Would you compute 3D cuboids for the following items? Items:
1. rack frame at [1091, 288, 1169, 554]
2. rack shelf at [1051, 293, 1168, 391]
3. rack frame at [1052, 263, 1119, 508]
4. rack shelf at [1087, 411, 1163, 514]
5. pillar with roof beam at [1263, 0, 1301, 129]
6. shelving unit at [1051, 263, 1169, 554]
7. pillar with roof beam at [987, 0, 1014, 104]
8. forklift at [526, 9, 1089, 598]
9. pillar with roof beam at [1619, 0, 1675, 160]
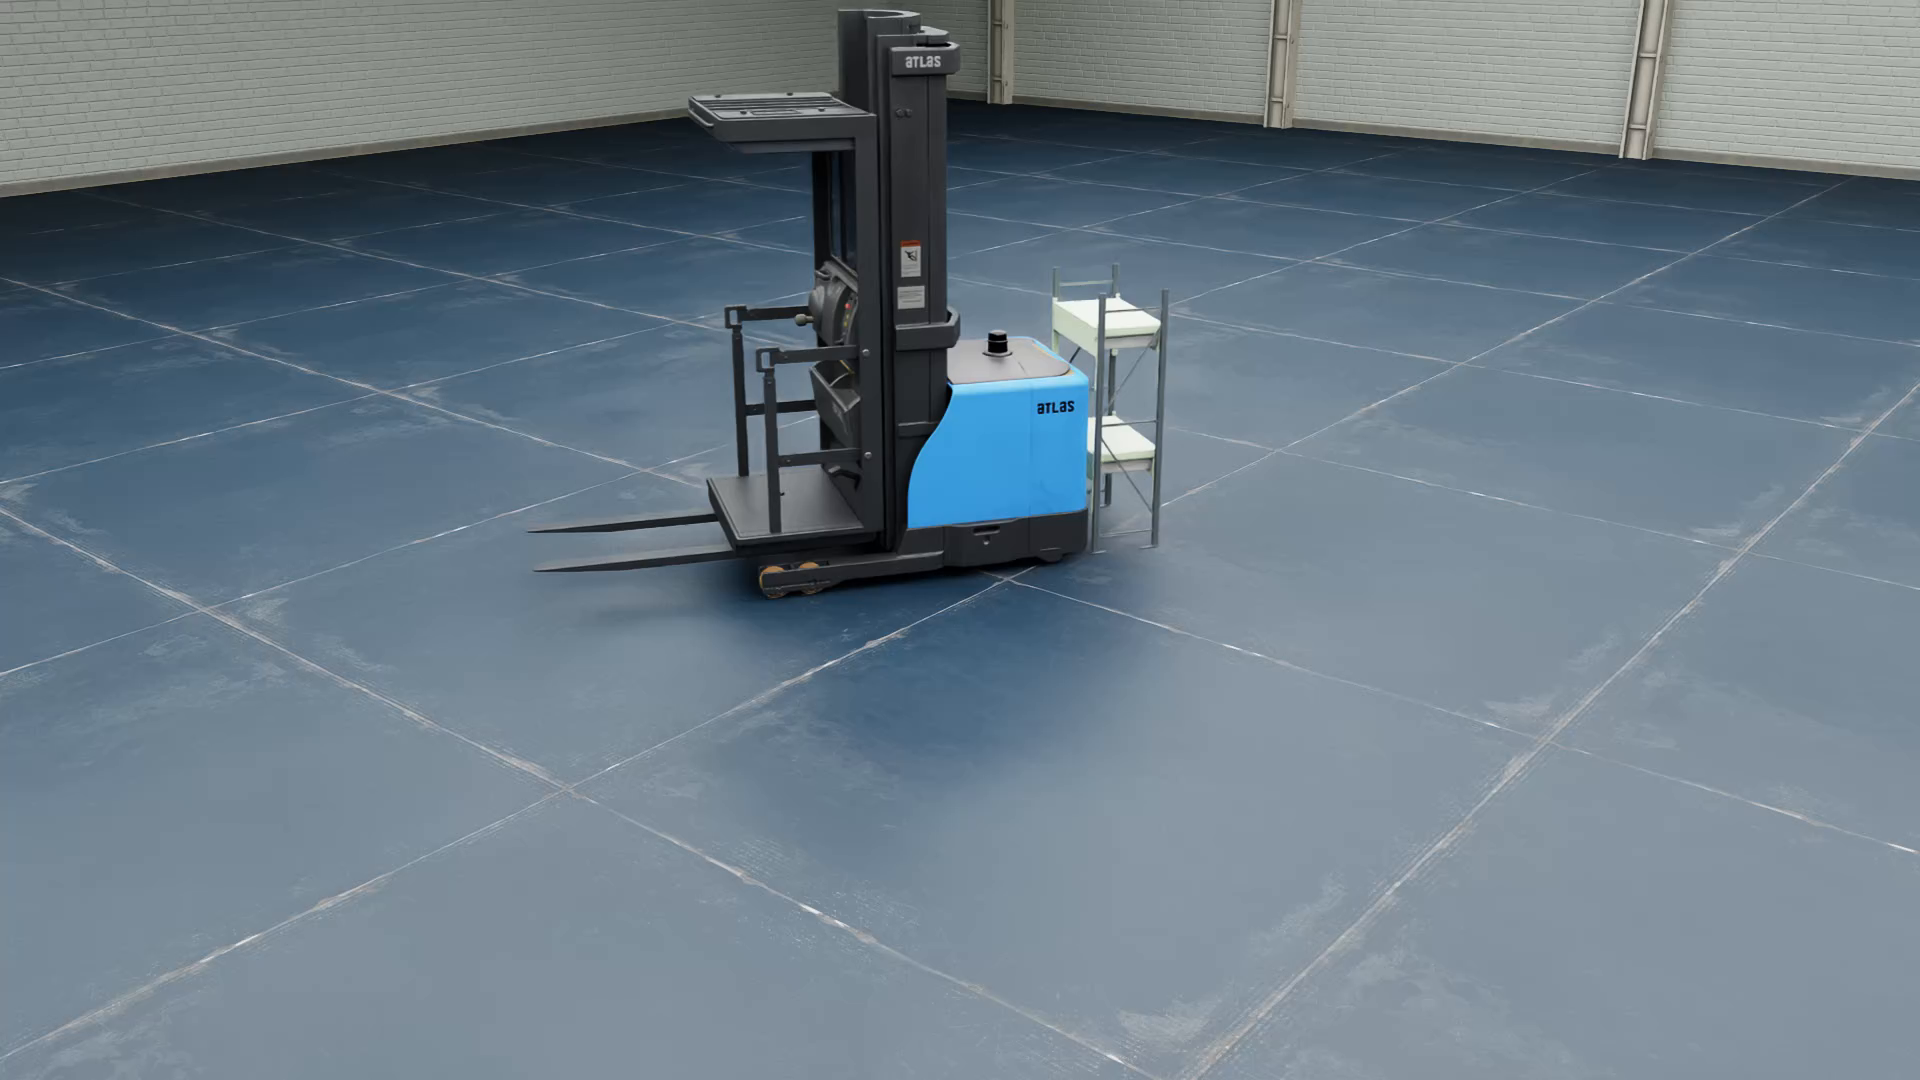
[{"bbox_3d":[0.942,-0.643,9.249,0.400,1.500,0.023,-6,21,-16],"label":"rack frame"},{"bbox_3d":[0.838,-1.132,9.439,0.431,0.370,0.720,-6,21,-16],"label":"rack shelf"},{"bbox_3d":[0.733,-0.891,9.905,0.400,1.500,0.023,-6,21,-16],"label":"rack frame"},{"bbox_3d":[0.838,-0.462,9.692,0.431,0.370,0.720,-6,21,-16],"label":"rack shelf"},{"bbox_3d":[2.695,-10.070,23.618,0.400,9.000,9.100,16,26,36],"label":"pillar with roof beam"},{"bbox_3d":[0.838,-0.767,9.577,0.431,1.500,0.755,-6,21,-16],"label":"shelving unit"},{"bbox_3d":[-1.953,-11.408,27.168,0.400,9.000,9.100,16,26,36],"label":"pillar with roof beam"},{"bbox_3d":[-0.859,-1.270,8.883,3.031,2.935,1.130,-6,21,-16],"label":"forklift"},{"bbox_3d":[7.344,-8.731,20.068,0.400,9.000,9.100,16,26,36],"label":"pillar with roof beam"}]
